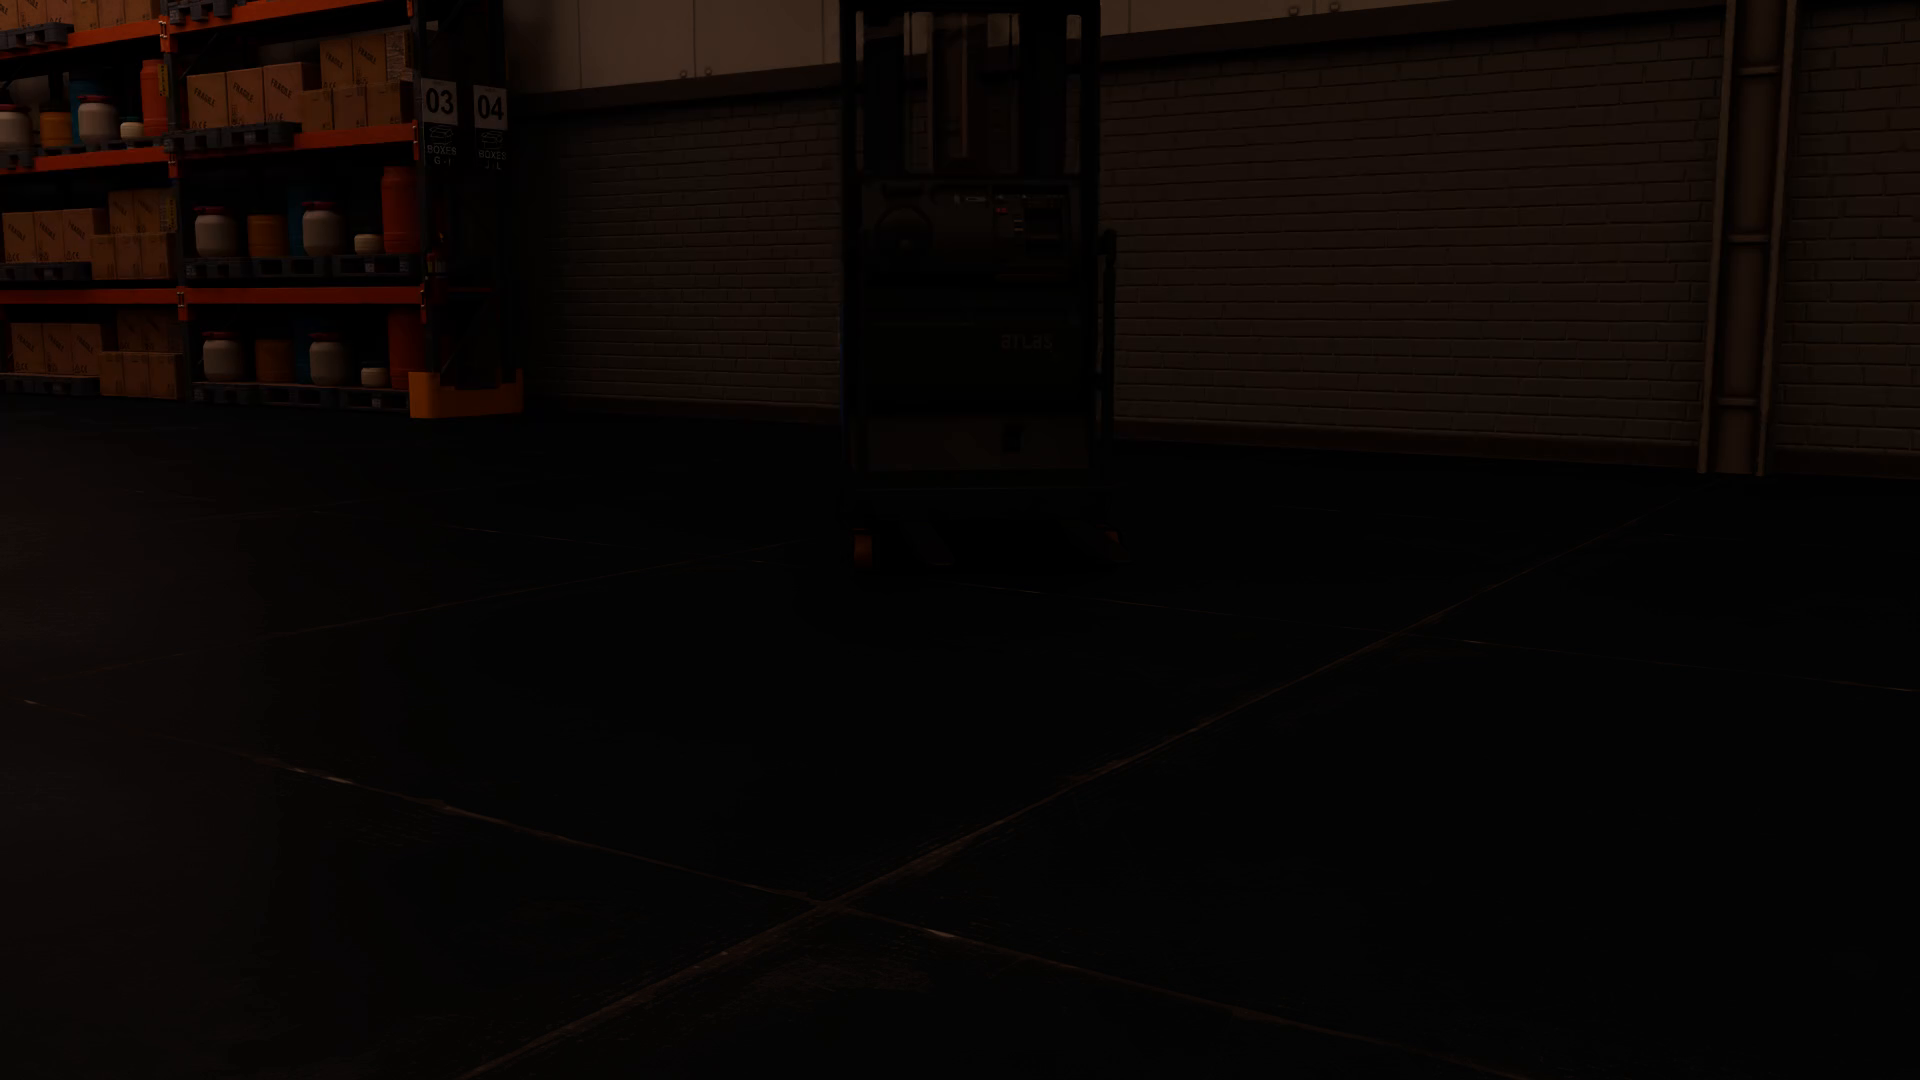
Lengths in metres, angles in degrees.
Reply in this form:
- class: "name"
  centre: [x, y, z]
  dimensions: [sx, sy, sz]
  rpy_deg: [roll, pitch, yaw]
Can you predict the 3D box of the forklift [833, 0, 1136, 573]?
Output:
- class: "forklift"
  centre: [0.073, -1.366, 6.797]
  dimensions: [1.130, 2.935, 3.031]
  rpy_deg: [-1, 8, -6]
